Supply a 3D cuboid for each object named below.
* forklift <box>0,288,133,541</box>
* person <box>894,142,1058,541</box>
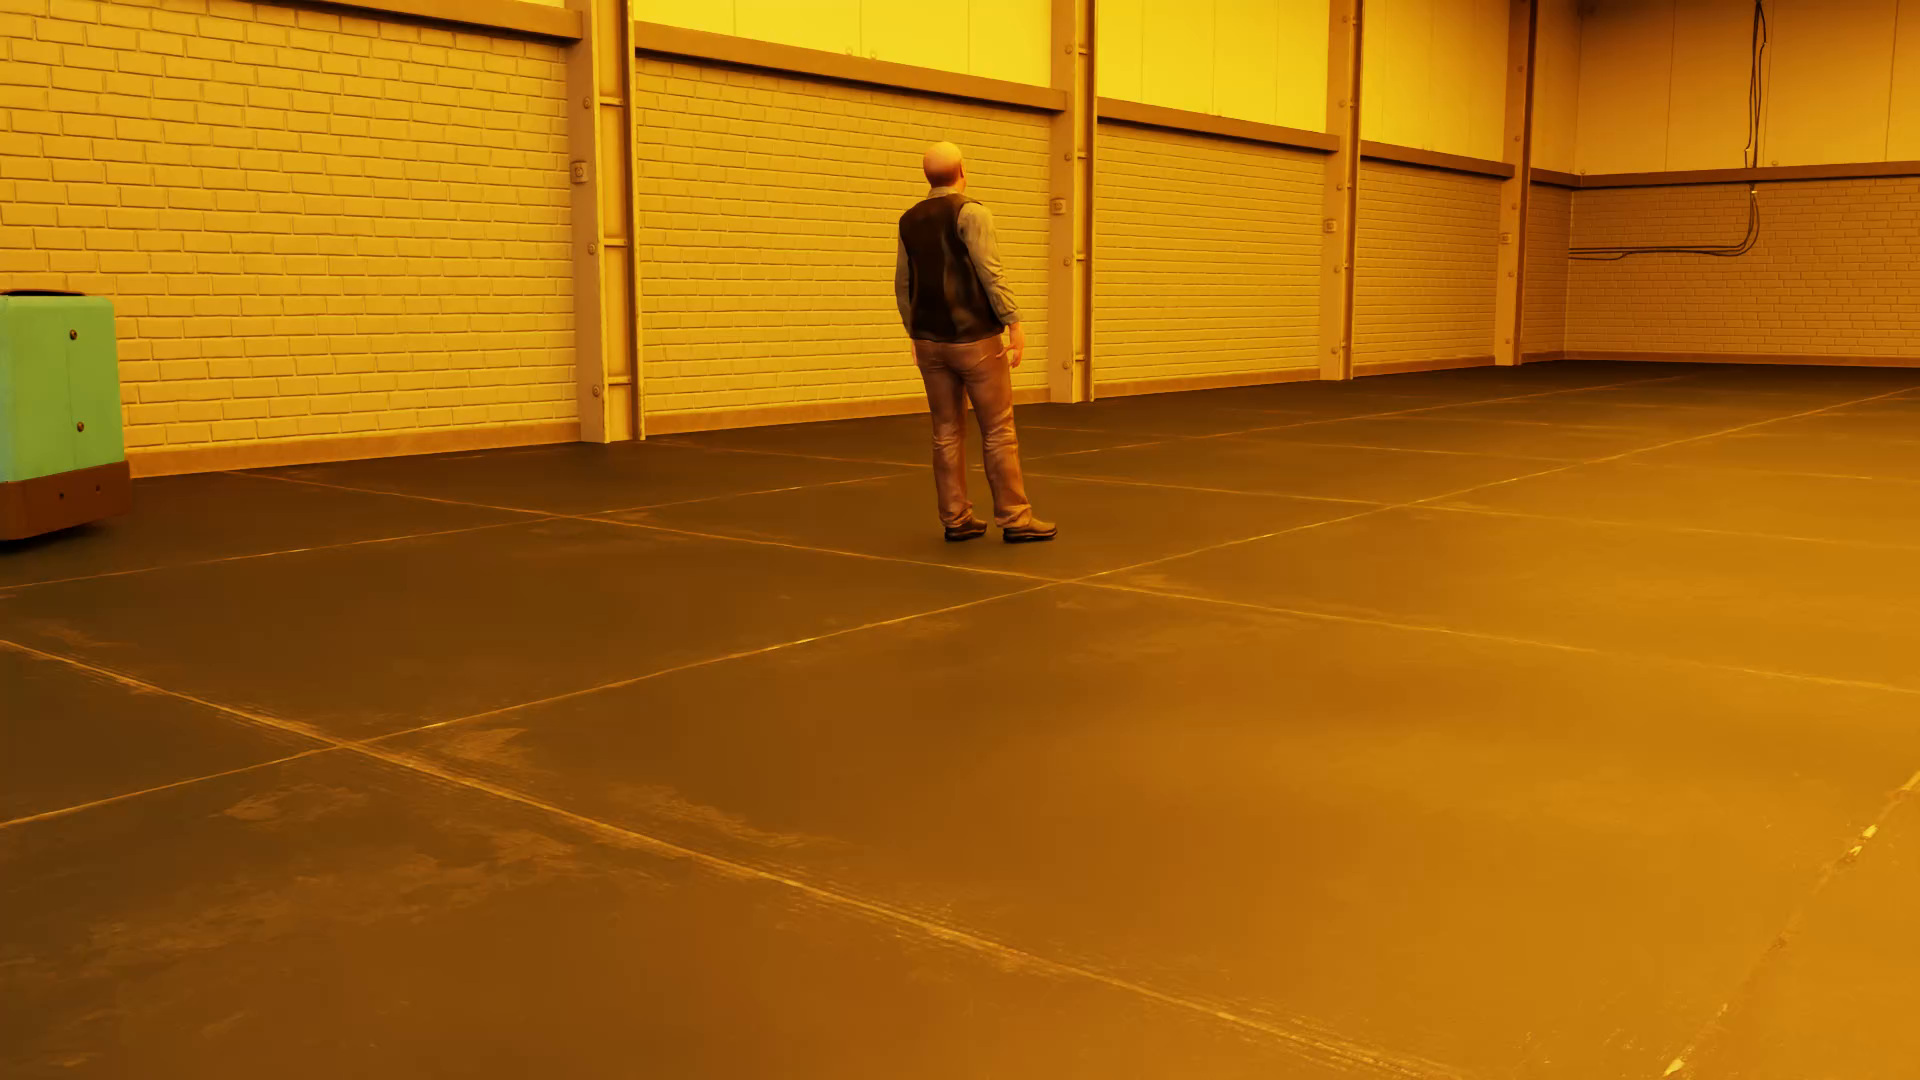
[{"bbox_3d":[-5.414,-1.452,7.205,3.031,2.935,1.130,0,8,1],"label":"forklift"},{"bbox_3d":[0.045,-0.866,7.323,0.634,1.722,0.566,7,11,38],"label":"person"}]
